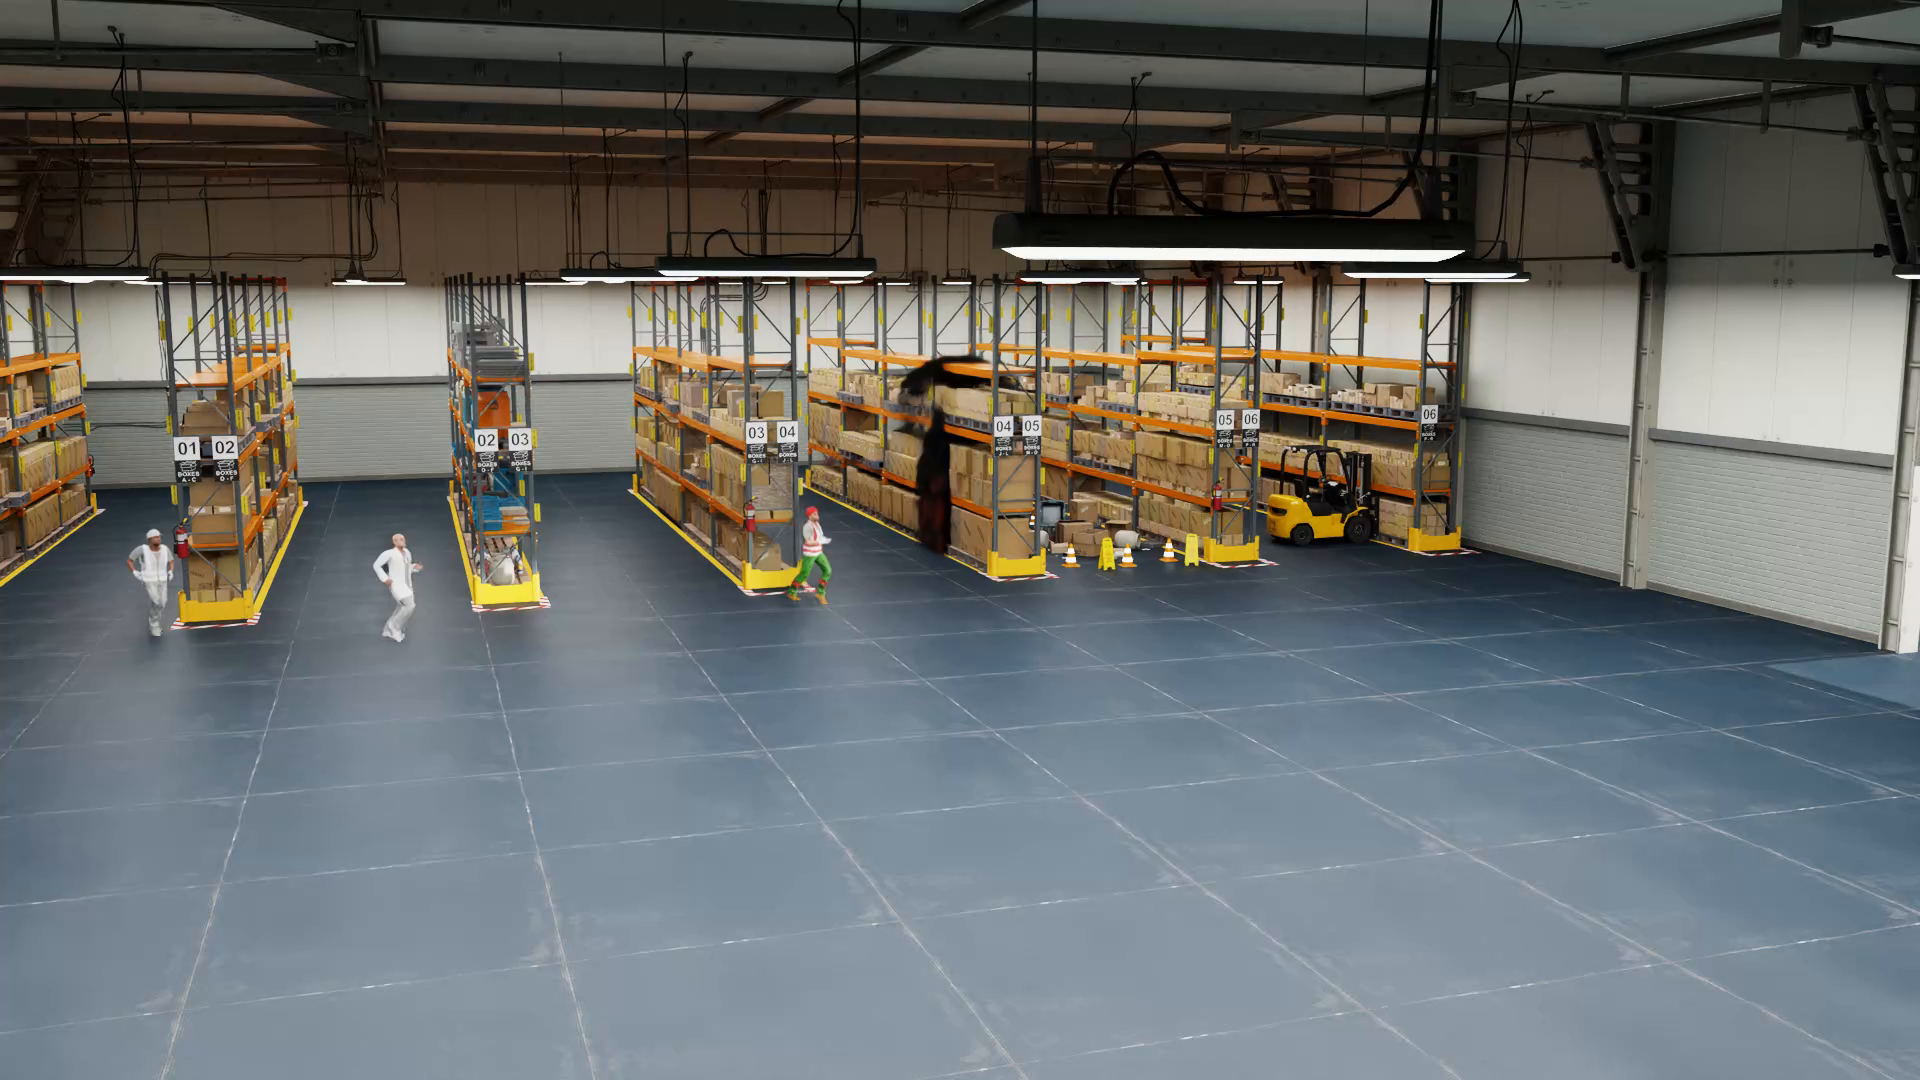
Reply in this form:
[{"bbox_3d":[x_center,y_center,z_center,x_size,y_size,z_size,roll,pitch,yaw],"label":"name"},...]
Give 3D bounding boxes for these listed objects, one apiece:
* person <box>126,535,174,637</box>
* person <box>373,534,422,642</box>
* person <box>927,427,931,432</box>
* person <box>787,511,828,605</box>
[{"bbox_3d":[-13.357,0.723,27.616,0.651,1.745,0.698,7,11,37],"label":"person"},{"bbox_3d":[-9.126,0.776,27.162,0.717,1.764,0.701,2,9,15],"label":"person"},{"bbox_3d":[-0.855,-2.773,50.842,0.655,1.542,0.607,-4,10,-27],"label":"person"},{"bbox_3d":[-2.758,0.308,30.317,0.765,1.769,0.675,4,10,26],"label":"person"}]
